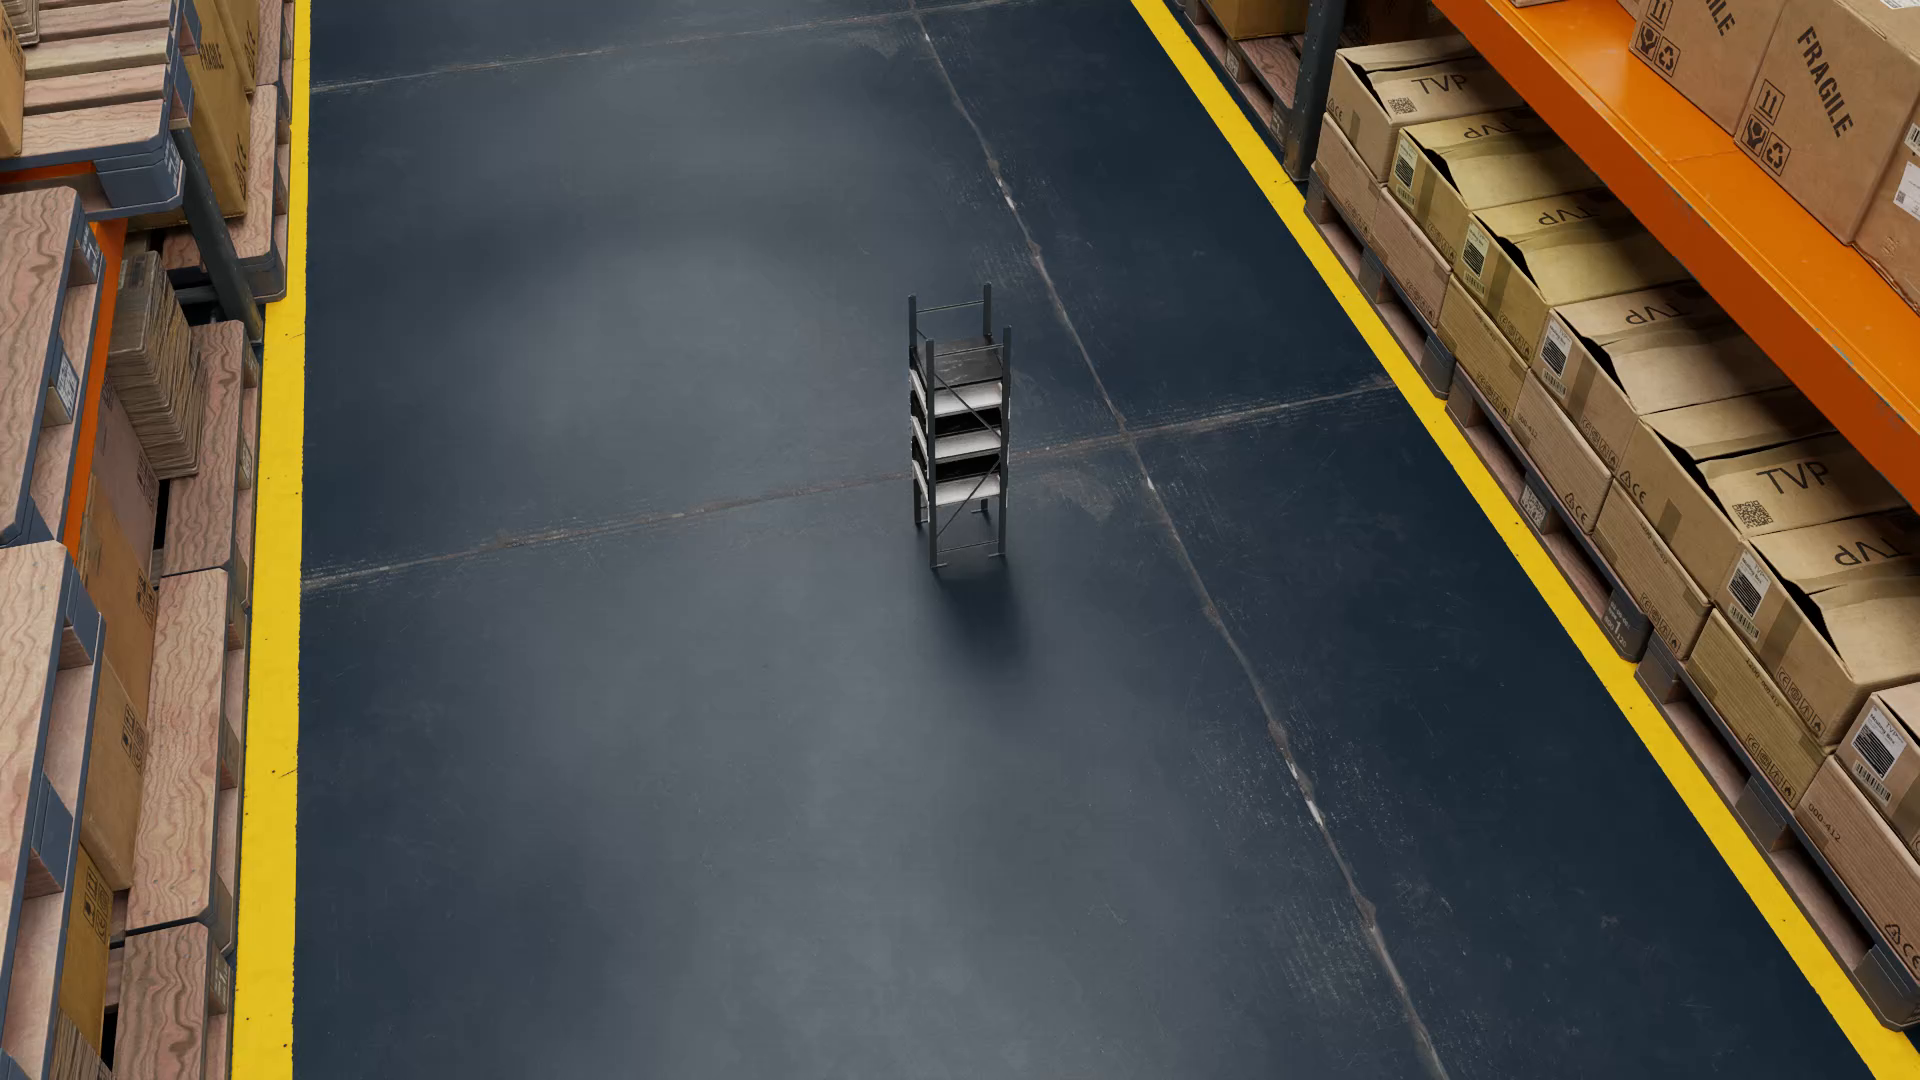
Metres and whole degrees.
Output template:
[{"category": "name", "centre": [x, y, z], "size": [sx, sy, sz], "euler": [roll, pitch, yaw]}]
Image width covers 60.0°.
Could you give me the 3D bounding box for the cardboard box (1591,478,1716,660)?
[{"category": "cardboard box", "centre": [2.181, 0.036, 4.745], "size": [0.500, 0.250, 0.500], "euler": [-10, 46, -9]}]

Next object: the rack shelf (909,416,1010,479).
[{"category": "rack shelf", "centre": [-0.002, -0.297, 4.958], "size": [0.258, 0.077, 0.200], "euler": [-11, 47, -10]}]

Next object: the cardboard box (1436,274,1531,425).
[{"category": "cardboard box", "centre": [1.921, -0.669, 5.437], "size": [0.500, 0.250, 0.500], "euler": [-12, 47, -11]}]

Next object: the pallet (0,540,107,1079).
[{"category": "pallet", "centre": [-2.017, 0.578, 2.717], "size": [1.003, 0.211, 1.213], "euler": [-11, 47, -10]}]

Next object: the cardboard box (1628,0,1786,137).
[{"category": "cardboard box", "centre": [2.247, -1.484, 4.534], "size": [0.500, 0.500, 0.500], "euler": [-13, 47, -12]}]

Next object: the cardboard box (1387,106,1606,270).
[{"category": "cardboard box", "centre": [1.795, -1.209, 5.573], "size": [0.500, 0.311, 0.500], "euler": [-12, 47, -11]}]

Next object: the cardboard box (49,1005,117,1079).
[{"category": "cardboard box", "centre": [-2.166, 1.281, 3.336], "size": [0.700, 0.500, 0.500], "euler": [-9, 46, -9]}]

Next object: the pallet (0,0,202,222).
[{"category": "pallet", "centre": [-2.700, -1.157, 4.418], "size": [1.213, 0.211, 1.003], "euler": [-11, 47, -10]}]

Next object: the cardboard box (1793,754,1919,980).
[{"category": "cardboard box", "centre": [2.440, 0.739, 4.057], "size": [0.500, 0.250, 0.500], "euler": [-11, 47, -11]}]

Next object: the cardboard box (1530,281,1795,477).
[{"category": "cardboard box", "centre": [2.055, -0.502, 4.880], "size": [0.500, 0.311, 0.500], "euler": [-11, 47, -11]}]

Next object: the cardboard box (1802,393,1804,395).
[{"category": "cardboard box", "centre": [2.566, -0.616, 4.992], "size": [0.500, 0.311, 0.500], "euler": [-10, 46, -9]}]

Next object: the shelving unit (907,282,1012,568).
[{"category": "shelving unit", "centre": [-0.002, -0.321, 4.934], "size": [0.258, 0.900, 0.210], "euler": [-11, 47, -10]}]

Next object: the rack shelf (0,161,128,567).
[{"category": "rack shelf", "centre": [-2.474, -0.064, 3.716], "size": [1.077, 0.370, 4.000], "euler": [-11, 47, -10]}]

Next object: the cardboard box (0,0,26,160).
[{"category": "cardboard box", "centre": [-2.686, -1.182, 3.930], "size": [0.700, 0.500, 0.500], "euler": [-15, 47, -14]}]

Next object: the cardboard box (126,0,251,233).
[{"category": "cardboard box", "centre": [-3.047, -1.623, 5.951], "size": [0.750, 0.750, 0.750], "euler": [-11, 47, -11]}]

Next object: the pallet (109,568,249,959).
[{"category": "pallet", "centre": [-2.478, 0.660, 4.455], "size": [1.003, 0.211, 1.213], "euler": [-11, 47, -10]}]

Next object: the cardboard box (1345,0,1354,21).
[{"category": "cardboard box", "centre": [1.822, -2.611, 7.150], "size": [0.500, 0.500, 0.500], "euler": [-12, 47, -12]}]

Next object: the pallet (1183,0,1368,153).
[{"category": "pallet", "centre": [1.647, -2.151, 7.210], "size": [1.003, 0.211, 1.213], "euler": [-11, 47, -10]}]

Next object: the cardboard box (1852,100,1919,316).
[{"category": "cardboard box", "centre": [2.510, -0.775, 3.839], "size": [0.500, 0.500, 0.500], "euler": [-8, 46, -7]}]

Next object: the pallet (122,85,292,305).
[{"category": "pallet", "centre": [-3.115, -1.278, 6.355], "size": [1.003, 0.211, 1.213], "euler": [-11, 47, -10]}]

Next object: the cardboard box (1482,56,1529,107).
[{"category": "cardboard box", "centre": [2.174, -1.669, 6.024], "size": [0.500, 0.311, 0.500], "euler": [-10, 46, -9]}]

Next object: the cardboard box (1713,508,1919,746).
[{"category": "cardboard box", "centre": [2.306, 0.191, 4.201], "size": [0.500, 0.311, 0.500], "euler": [-10, 46, -9]}]

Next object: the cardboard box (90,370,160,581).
[{"category": "cardboard box", "centre": [-2.731, -0.111, 4.701], "size": [0.700, 0.500, 0.500], "euler": [-11, 47, -10]}]

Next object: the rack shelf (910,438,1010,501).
[{"category": "rack shelf", "centre": [-0.002, -0.234, 5.022], "size": [0.258, 0.077, 0.200], "euler": [-11, 47, -10]}]

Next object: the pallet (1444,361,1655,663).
[{"category": "pallet", "centre": [2.284, -0.212, 5.310], "size": [1.003, 0.211, 1.213], "euler": [-11, 47, -10]}]

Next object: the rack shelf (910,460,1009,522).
[{"category": "rack shelf", "centre": [-0.002, -0.171, 5.086], "size": [0.258, 0.077, 0.200], "euler": [-11, 47, -10]}]

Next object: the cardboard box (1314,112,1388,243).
[{"category": "cardboard box", "centre": [1.652, -1.374, 6.127], "size": [0.500, 0.250, 0.500], "euler": [-11, 47, -10]}]

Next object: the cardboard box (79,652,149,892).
[{"category": "cardboard box", "centre": [-2.438, 0.574, 4.030], "size": [0.700, 0.500, 0.500], "euler": [-10, 46, -10]}]

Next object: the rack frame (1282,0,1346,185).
[{"category": "rack frame", "centre": [1.802, -2.605, 5.702], "size": [1.000, 3.000, 0.127], "euler": [-11, 47, -10]}]

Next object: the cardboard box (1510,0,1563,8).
[{"category": "cardboard box", "centre": [1.844, -1.921, 5.094], "size": [0.500, 0.311, 0.500], "euler": [-11, 47, -11]}]

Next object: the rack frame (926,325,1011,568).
[{"category": "rack frame", "centre": [0.024, -0.250, 4.865], "size": [0.240, 0.900, 0.006], "euler": [-11, 47, -10]}]
